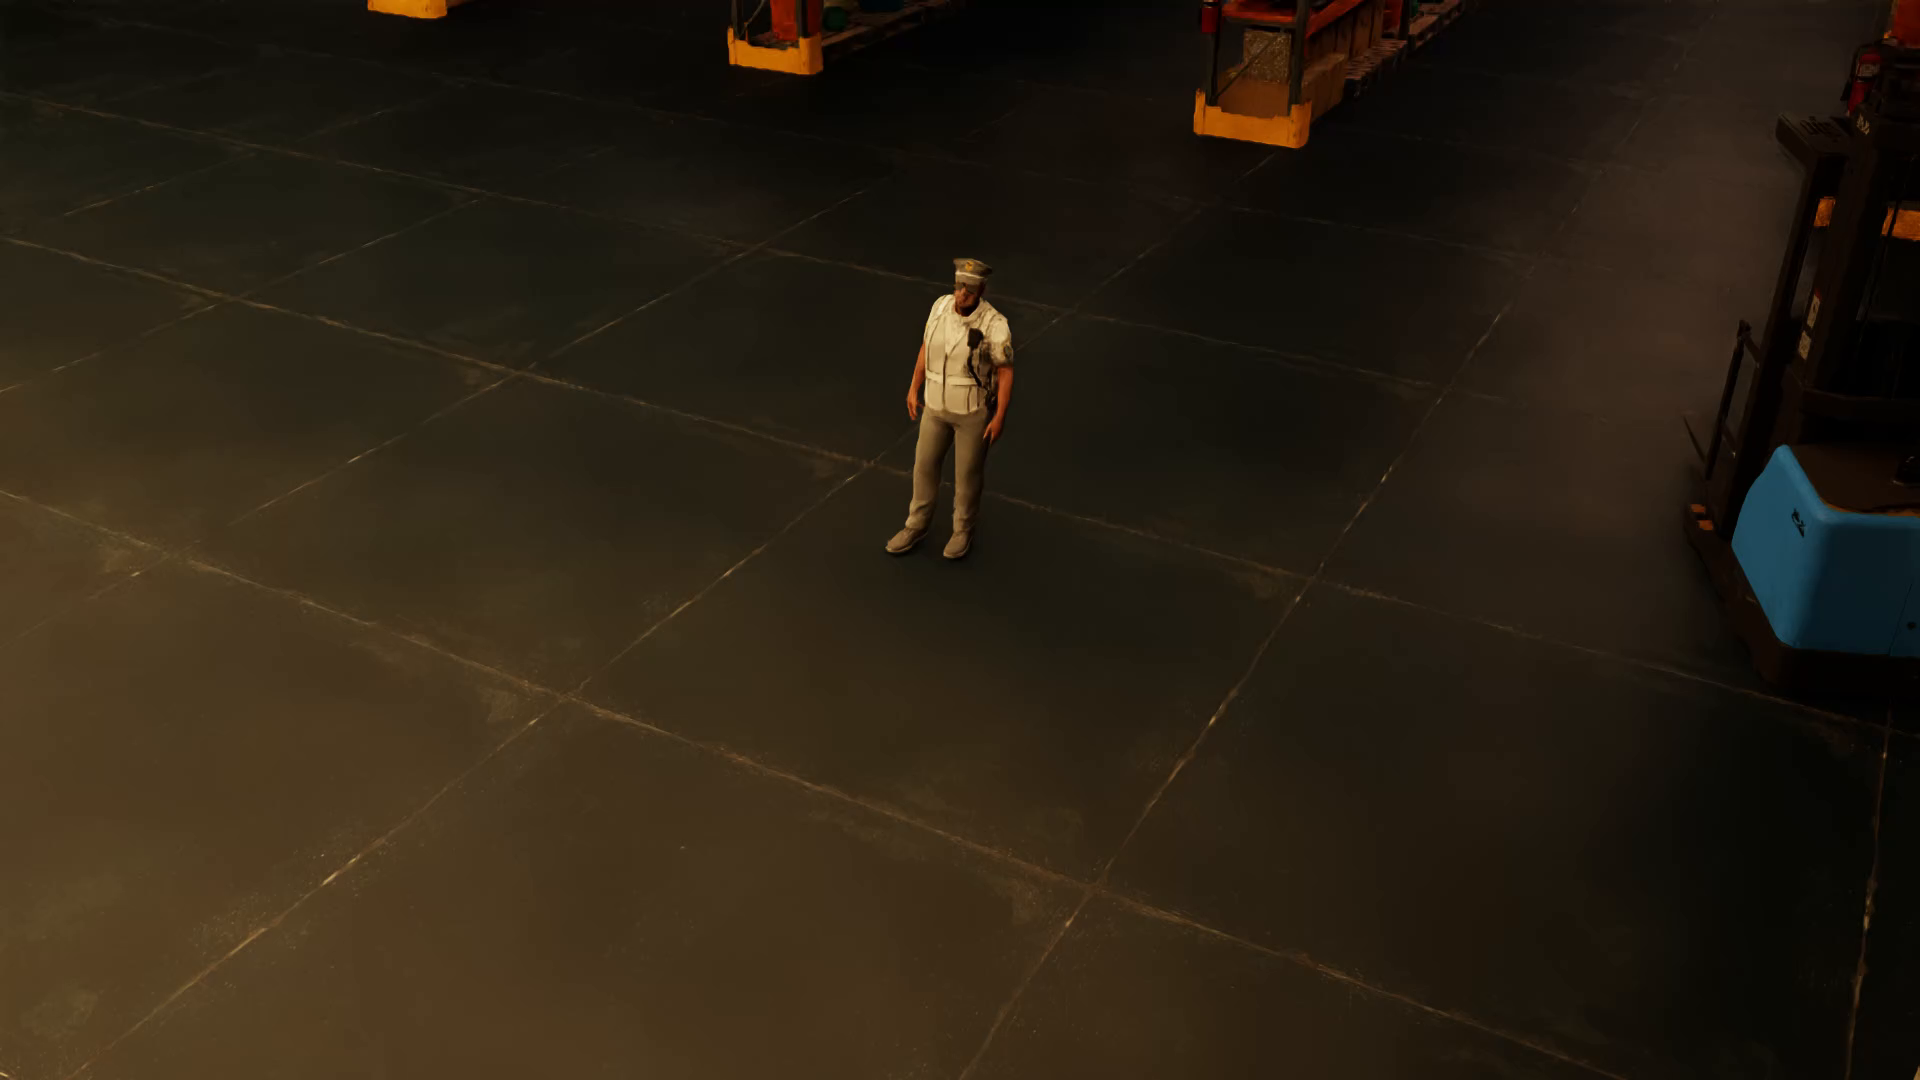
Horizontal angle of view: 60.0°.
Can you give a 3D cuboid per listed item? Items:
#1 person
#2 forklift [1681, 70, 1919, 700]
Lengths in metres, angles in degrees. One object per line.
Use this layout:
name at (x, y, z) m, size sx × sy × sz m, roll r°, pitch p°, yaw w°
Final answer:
person at (-0.048, -0.748, 9.499) m, size 0.640 × 1.781 × 0.574 m, roll 15°, pitch 33°, yaw 25°
forklift at (4.904, -1.160, 9.080) m, size 1.130 × 2.935 × 3.031 m, roll 4°, pitch 30°, yaw 8°
